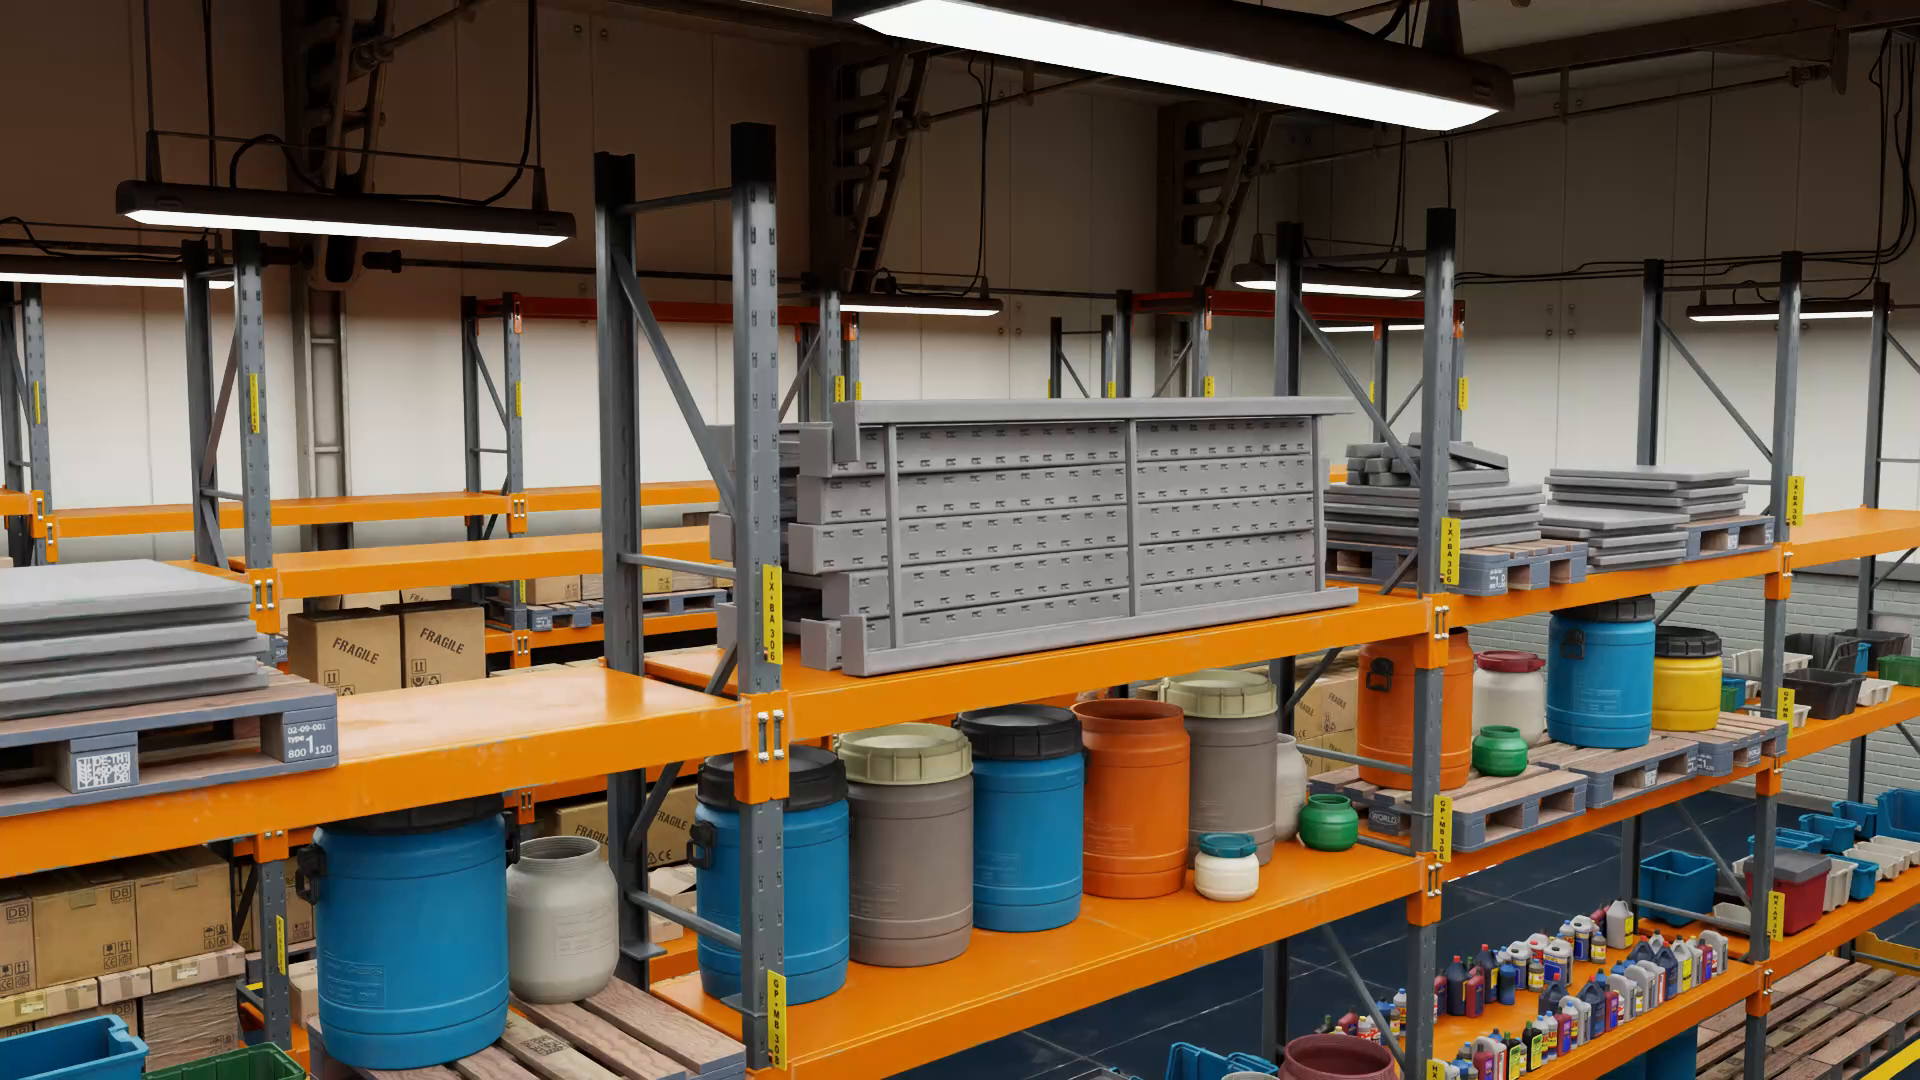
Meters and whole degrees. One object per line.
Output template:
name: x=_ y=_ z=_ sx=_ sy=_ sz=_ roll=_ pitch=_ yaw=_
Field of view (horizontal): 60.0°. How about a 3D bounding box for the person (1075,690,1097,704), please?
person: x=1.310 y=2.519 z=18.825 sx=0.993 sy=1.683 sz=0.629 roll=-5 pitch=7 yaw=-43
